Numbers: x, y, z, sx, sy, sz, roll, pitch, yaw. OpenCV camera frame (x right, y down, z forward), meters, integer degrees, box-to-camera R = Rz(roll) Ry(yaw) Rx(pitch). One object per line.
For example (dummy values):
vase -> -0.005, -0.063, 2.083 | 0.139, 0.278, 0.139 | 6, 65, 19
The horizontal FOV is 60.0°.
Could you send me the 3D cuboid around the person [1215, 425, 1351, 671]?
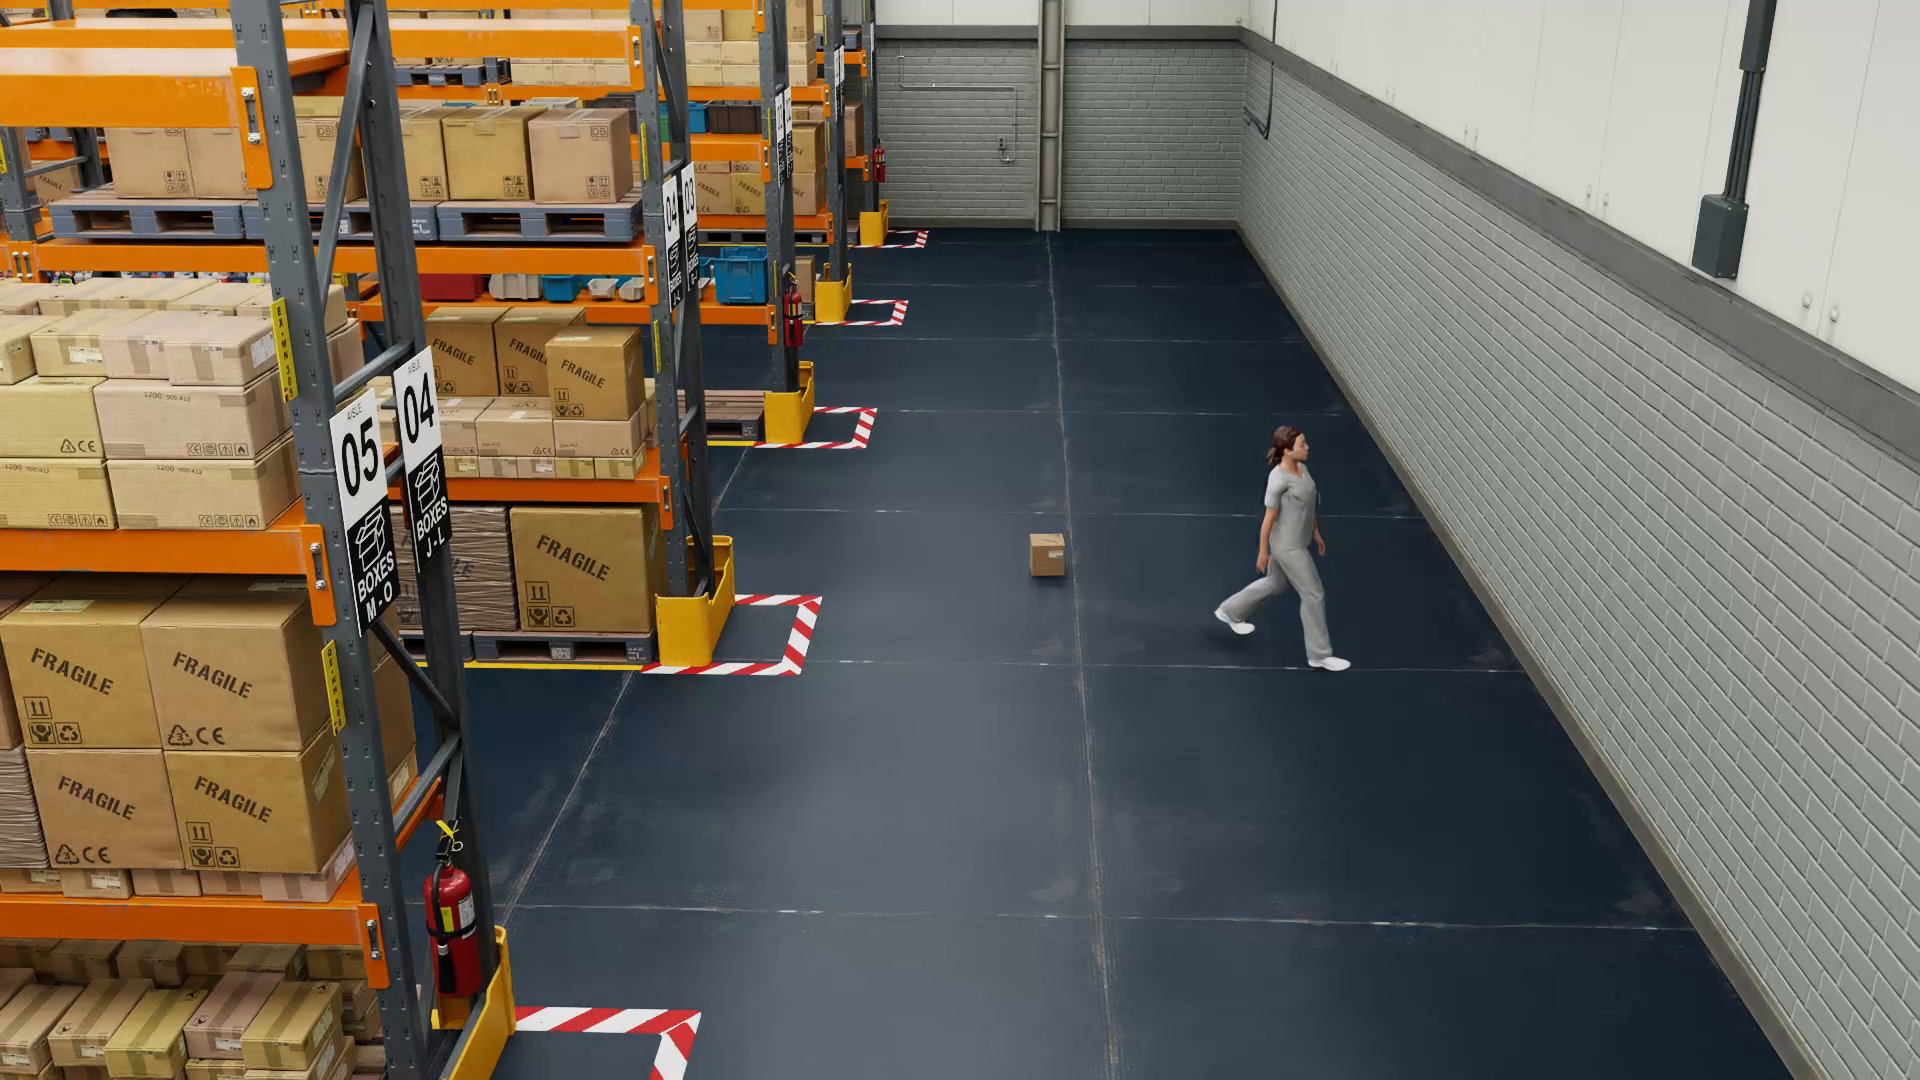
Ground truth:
person -> 2.189, 0.014, 11.064 | 1.032, 1.619, 0.462 | 12, 24, 28
